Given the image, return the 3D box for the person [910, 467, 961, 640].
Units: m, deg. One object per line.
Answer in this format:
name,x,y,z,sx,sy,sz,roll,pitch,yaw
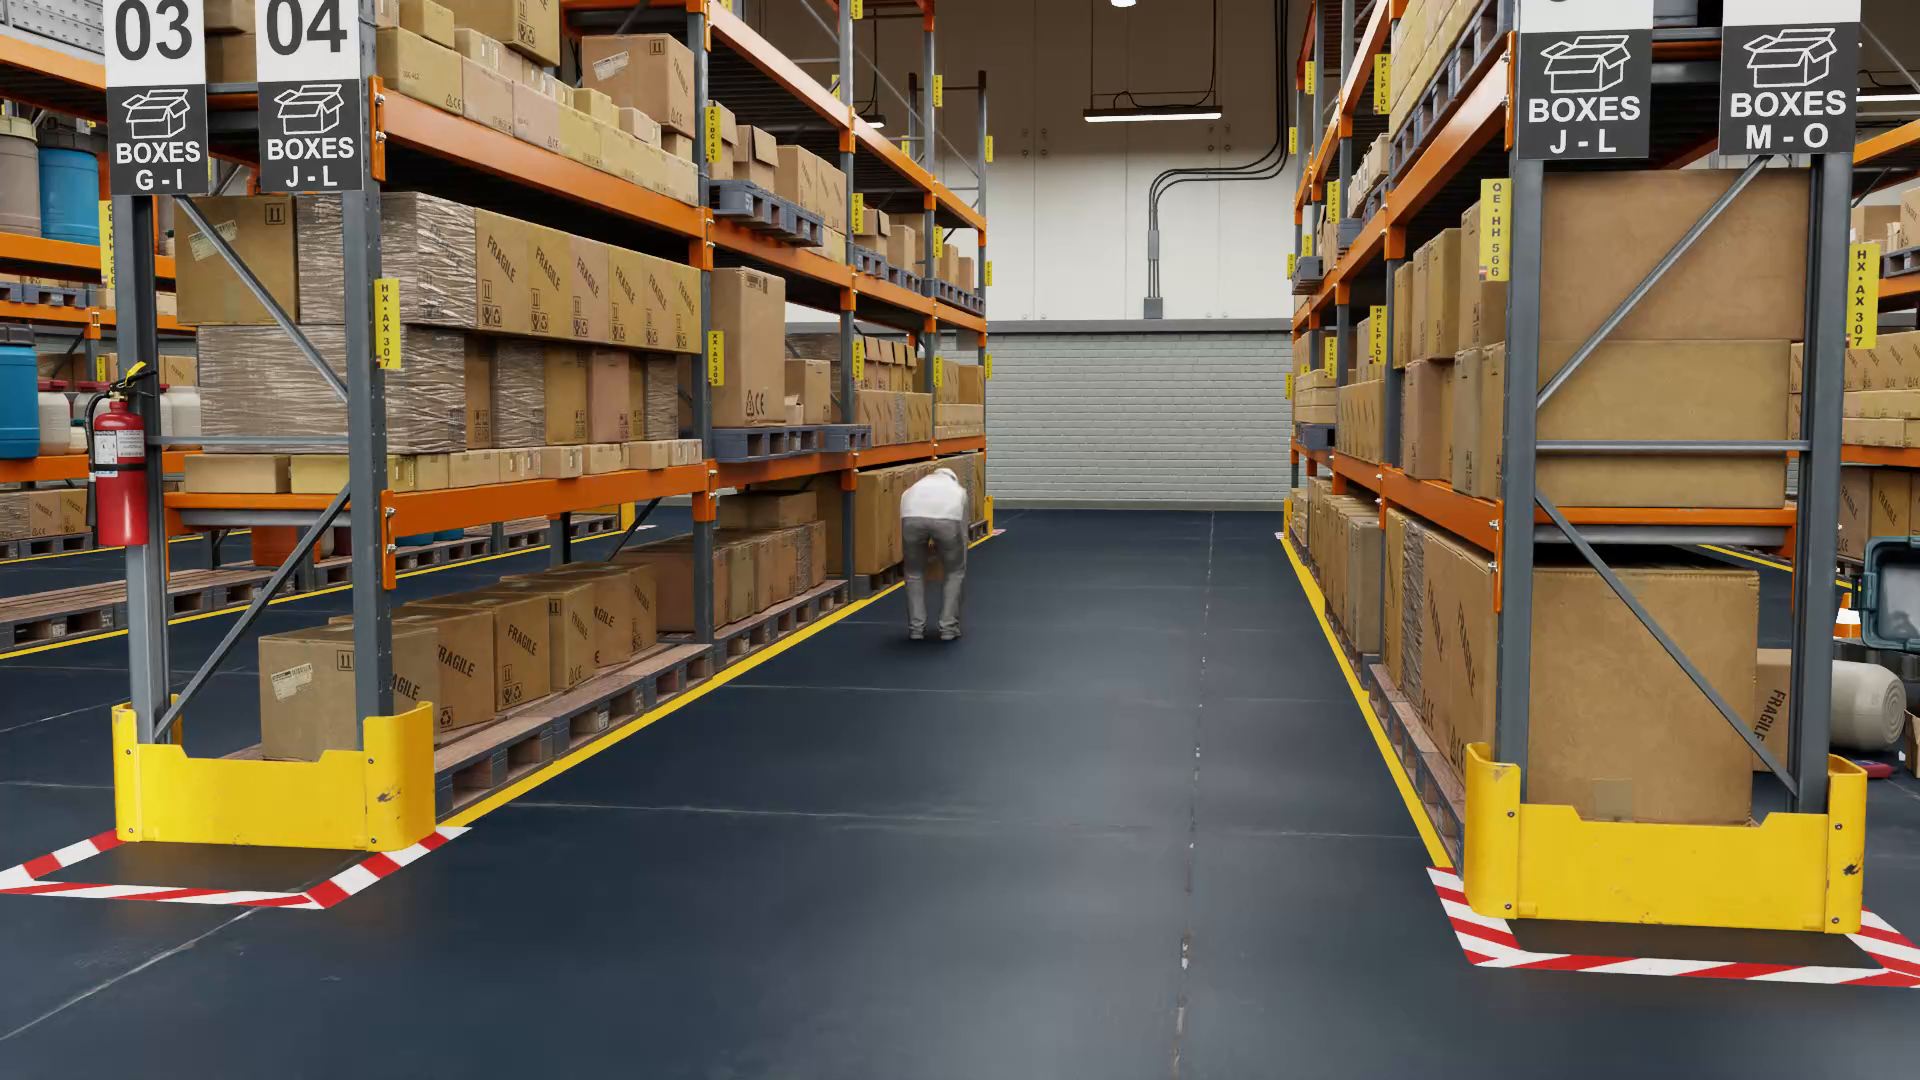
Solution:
person,-3.655,-2.224,12.054,7.355,5.810,11.427,1,4,7
